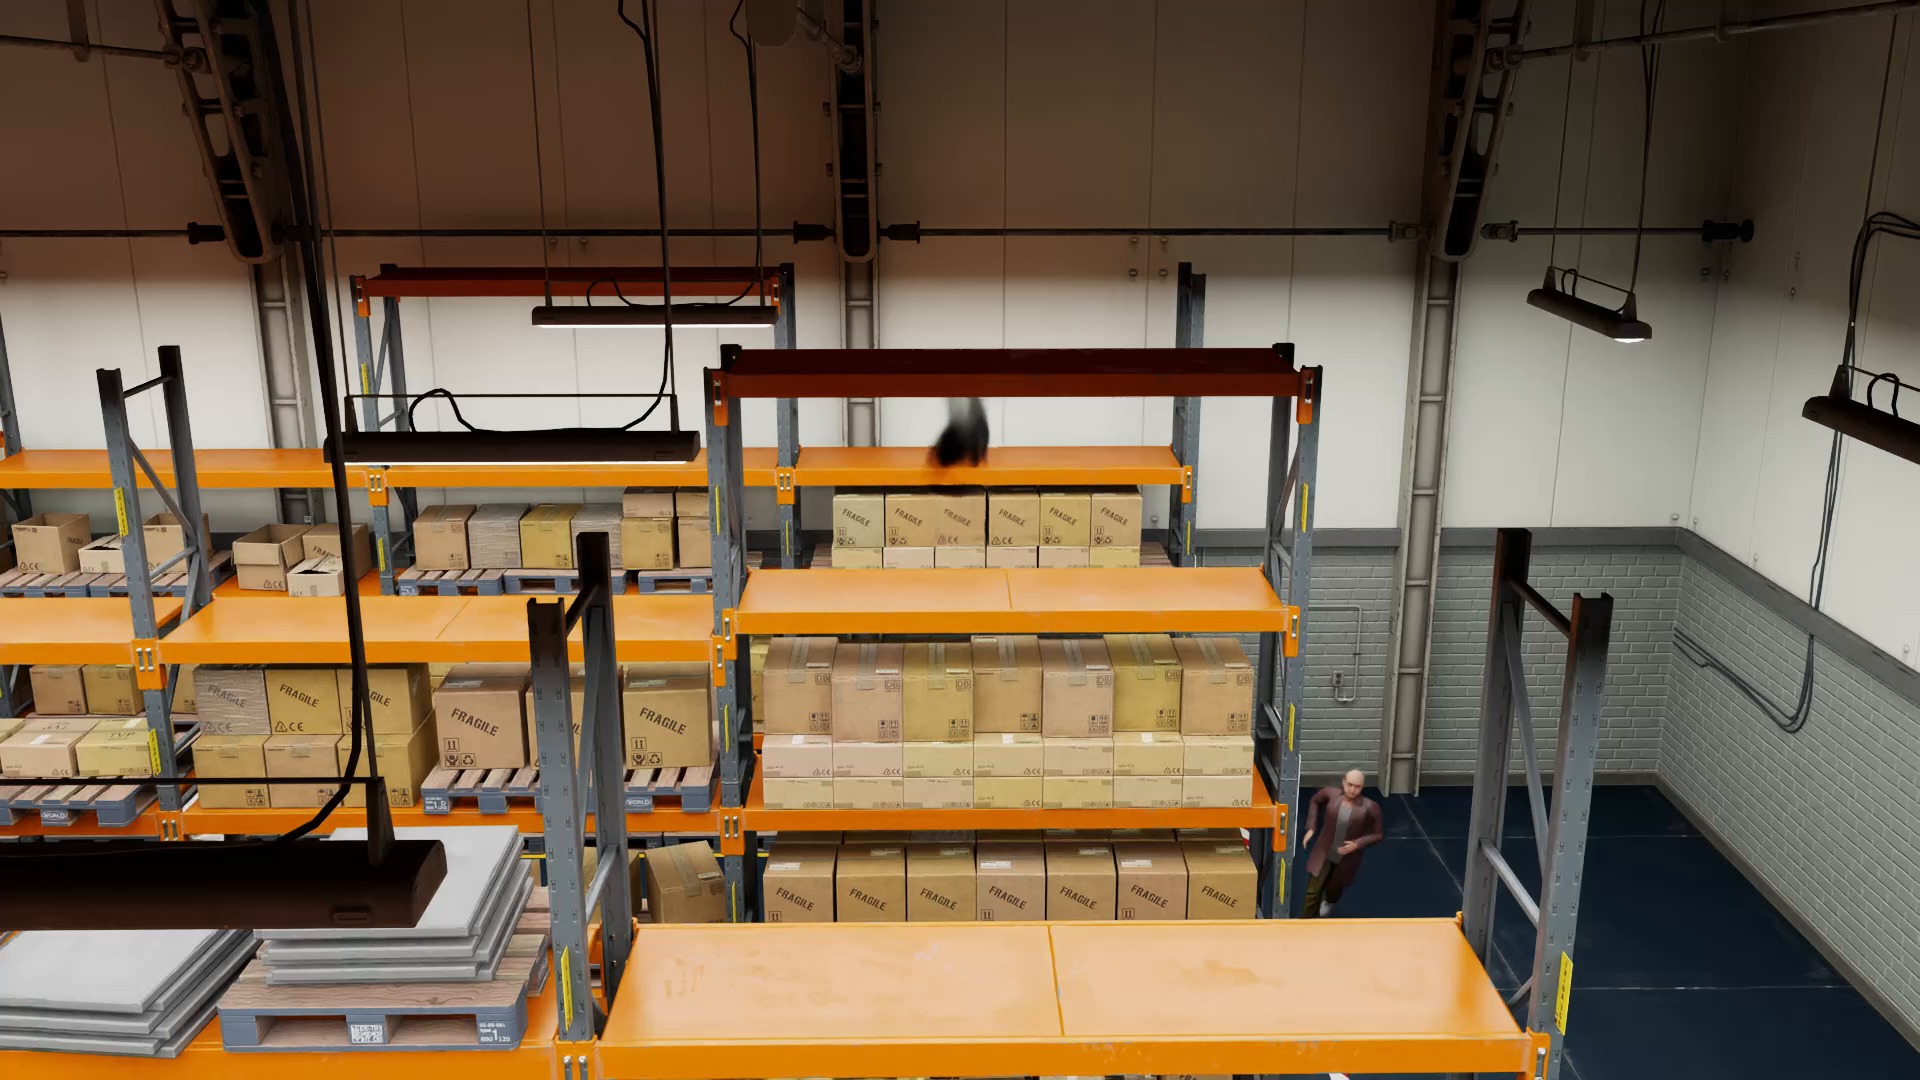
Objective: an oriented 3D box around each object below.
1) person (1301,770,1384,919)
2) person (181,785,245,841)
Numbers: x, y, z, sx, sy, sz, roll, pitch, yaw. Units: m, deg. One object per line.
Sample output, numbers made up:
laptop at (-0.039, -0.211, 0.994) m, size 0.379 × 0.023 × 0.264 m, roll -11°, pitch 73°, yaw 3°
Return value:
person at (3.544, 2.908, 15.418) m, size 0.738 × 1.728 × 1.012 m, roll 7°, pitch 18°, yaw 23°
person at (-7.212, 2.915, 15.652) m, size 0.749 × 1.604 × 0.596 m, roll -1°, pitch 16°, yaw -2°
